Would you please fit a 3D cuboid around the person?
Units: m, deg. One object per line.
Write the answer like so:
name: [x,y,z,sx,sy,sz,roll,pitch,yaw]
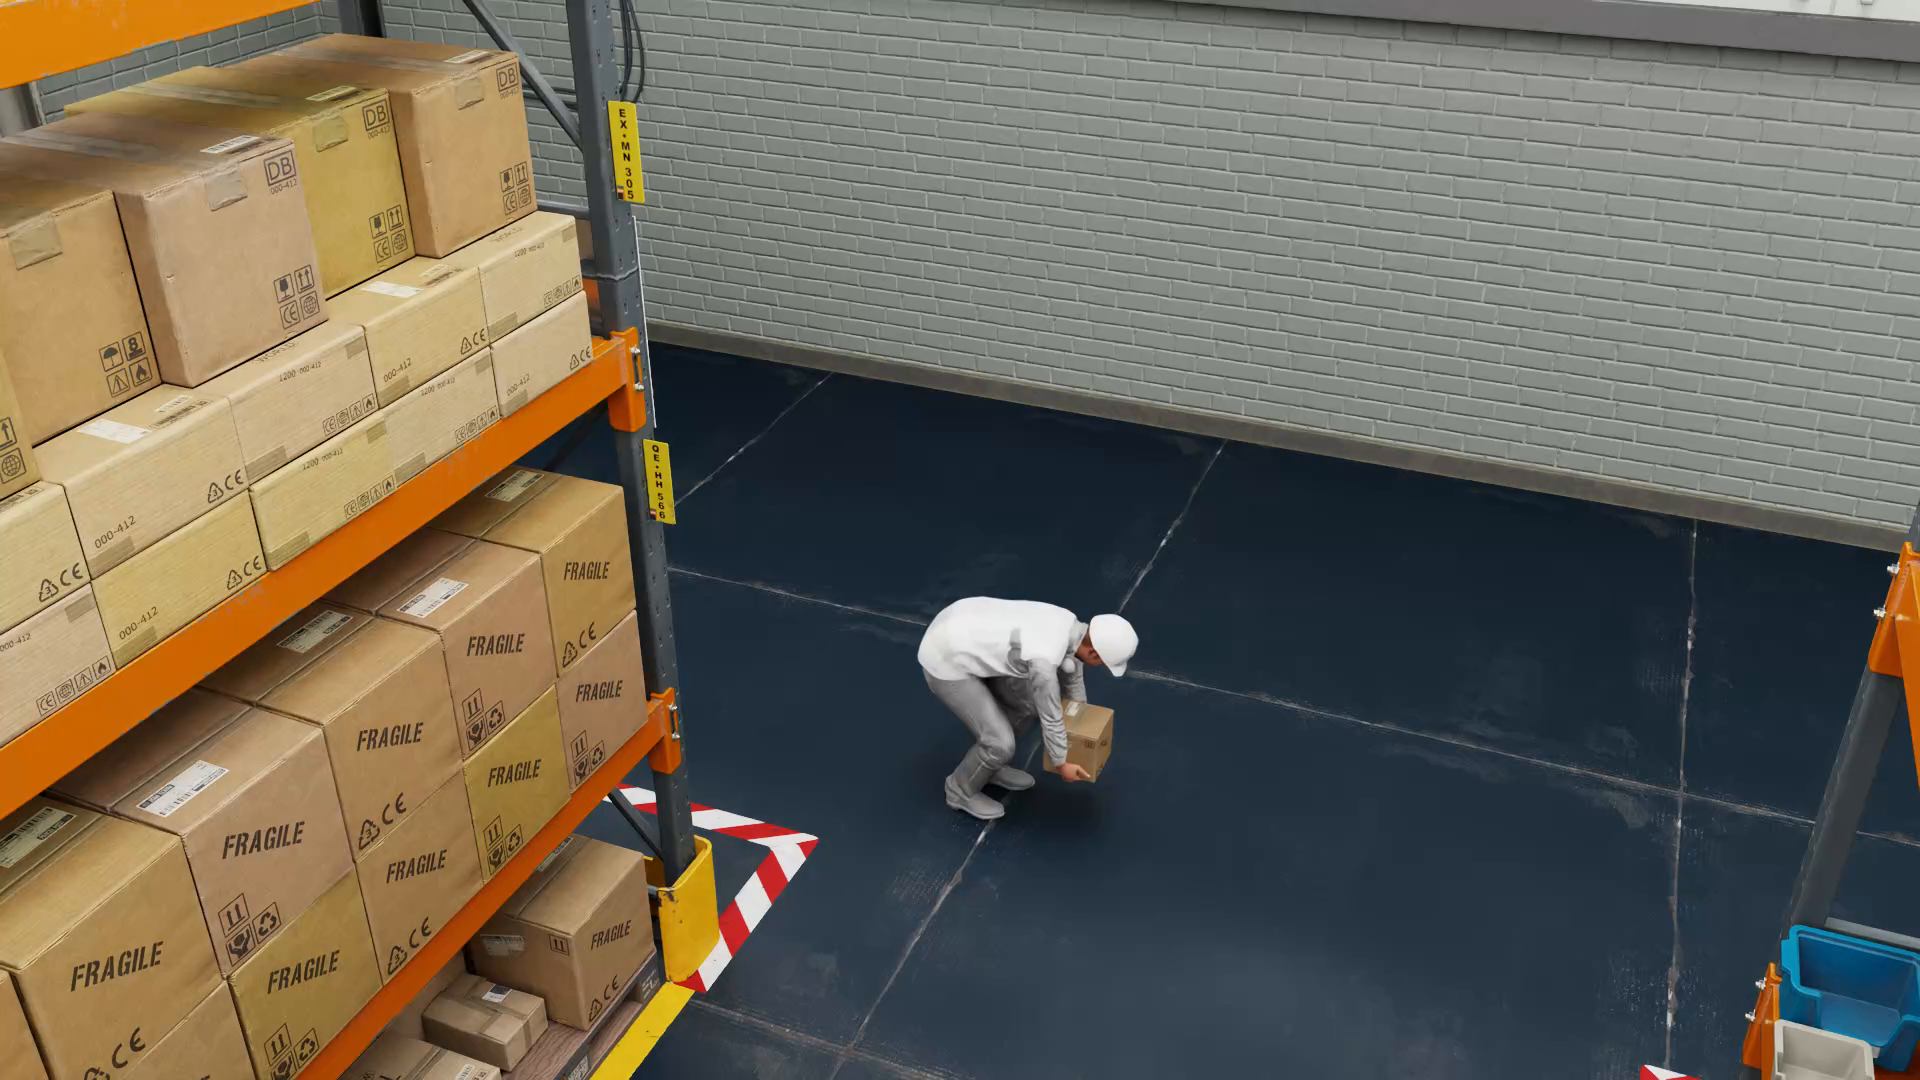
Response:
person: [0.307,0.772,7.678,0.994,1.112,0.487,10,31,17]
